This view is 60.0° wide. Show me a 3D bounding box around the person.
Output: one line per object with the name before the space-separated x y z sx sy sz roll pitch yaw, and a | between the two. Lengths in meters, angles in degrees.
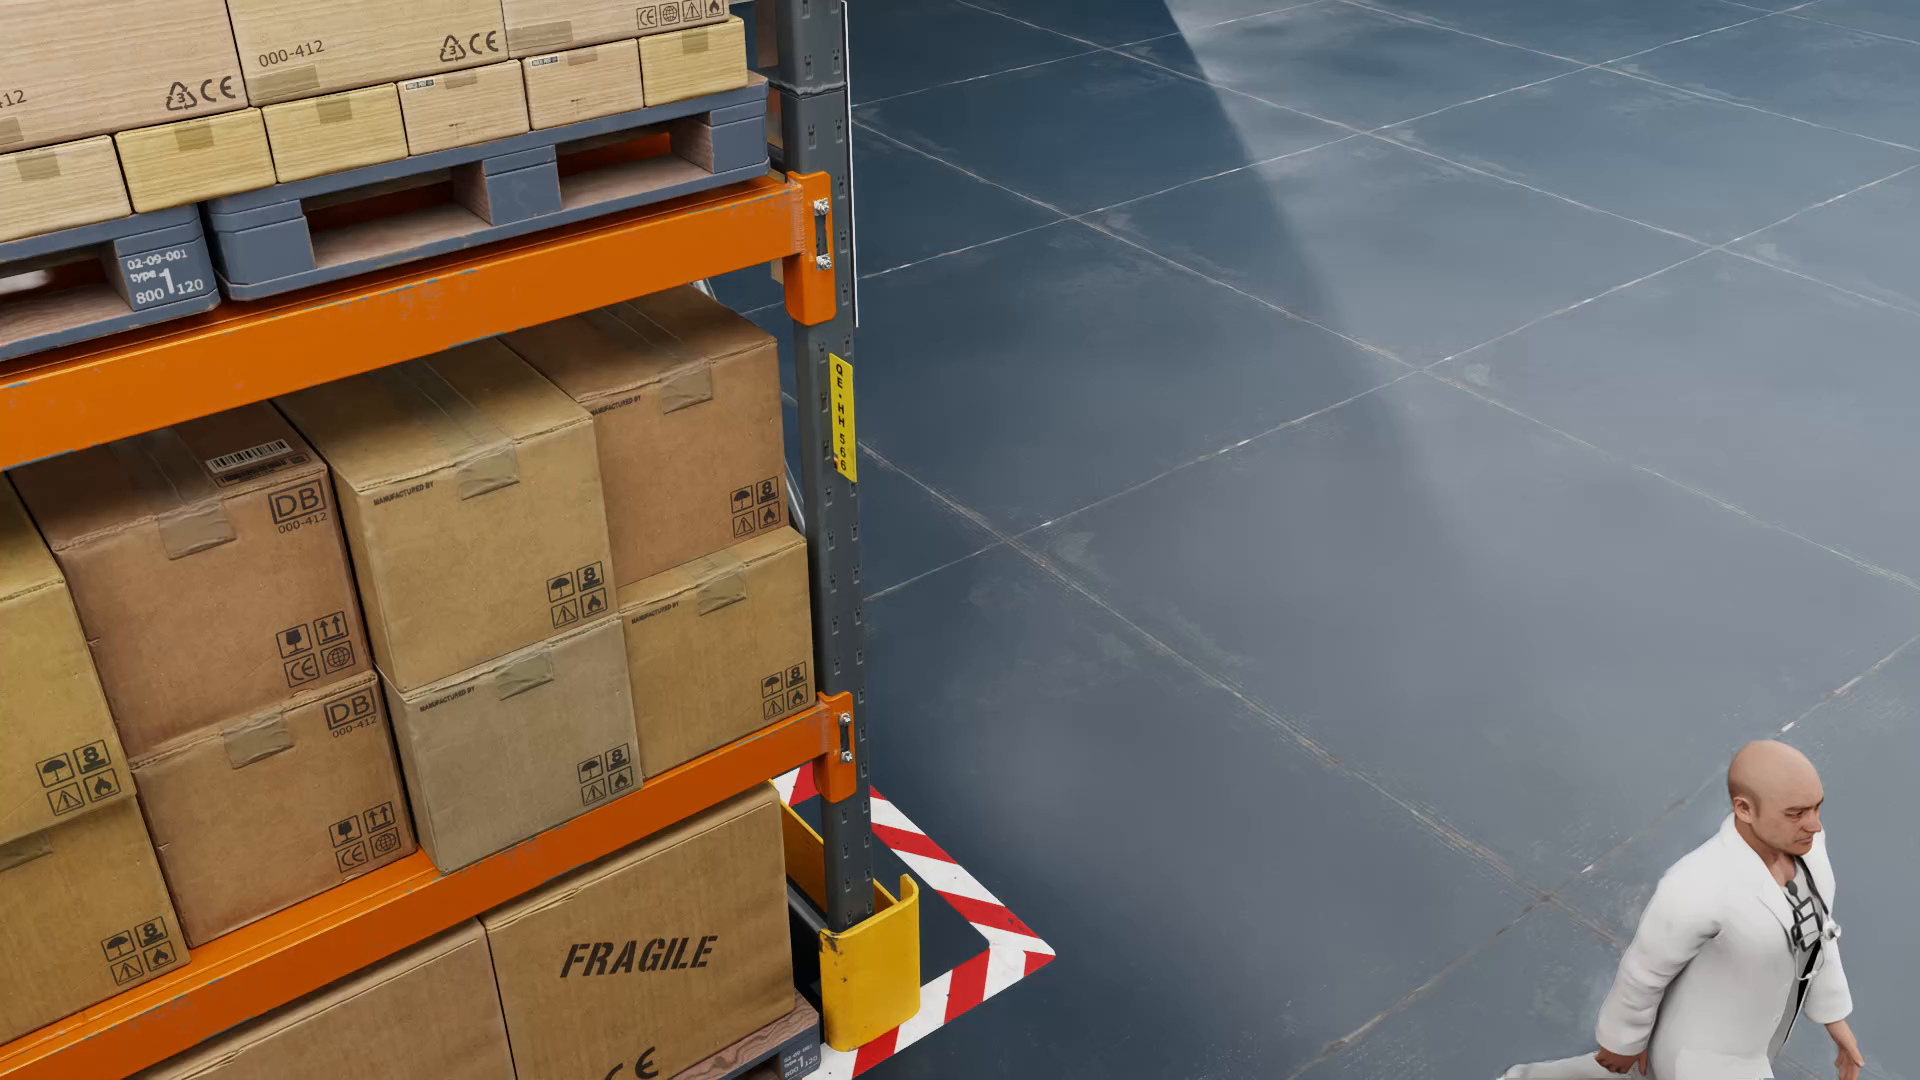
person | 1.914 1.264 4.193 0.549 1.642 1.118 -25 40 -35
